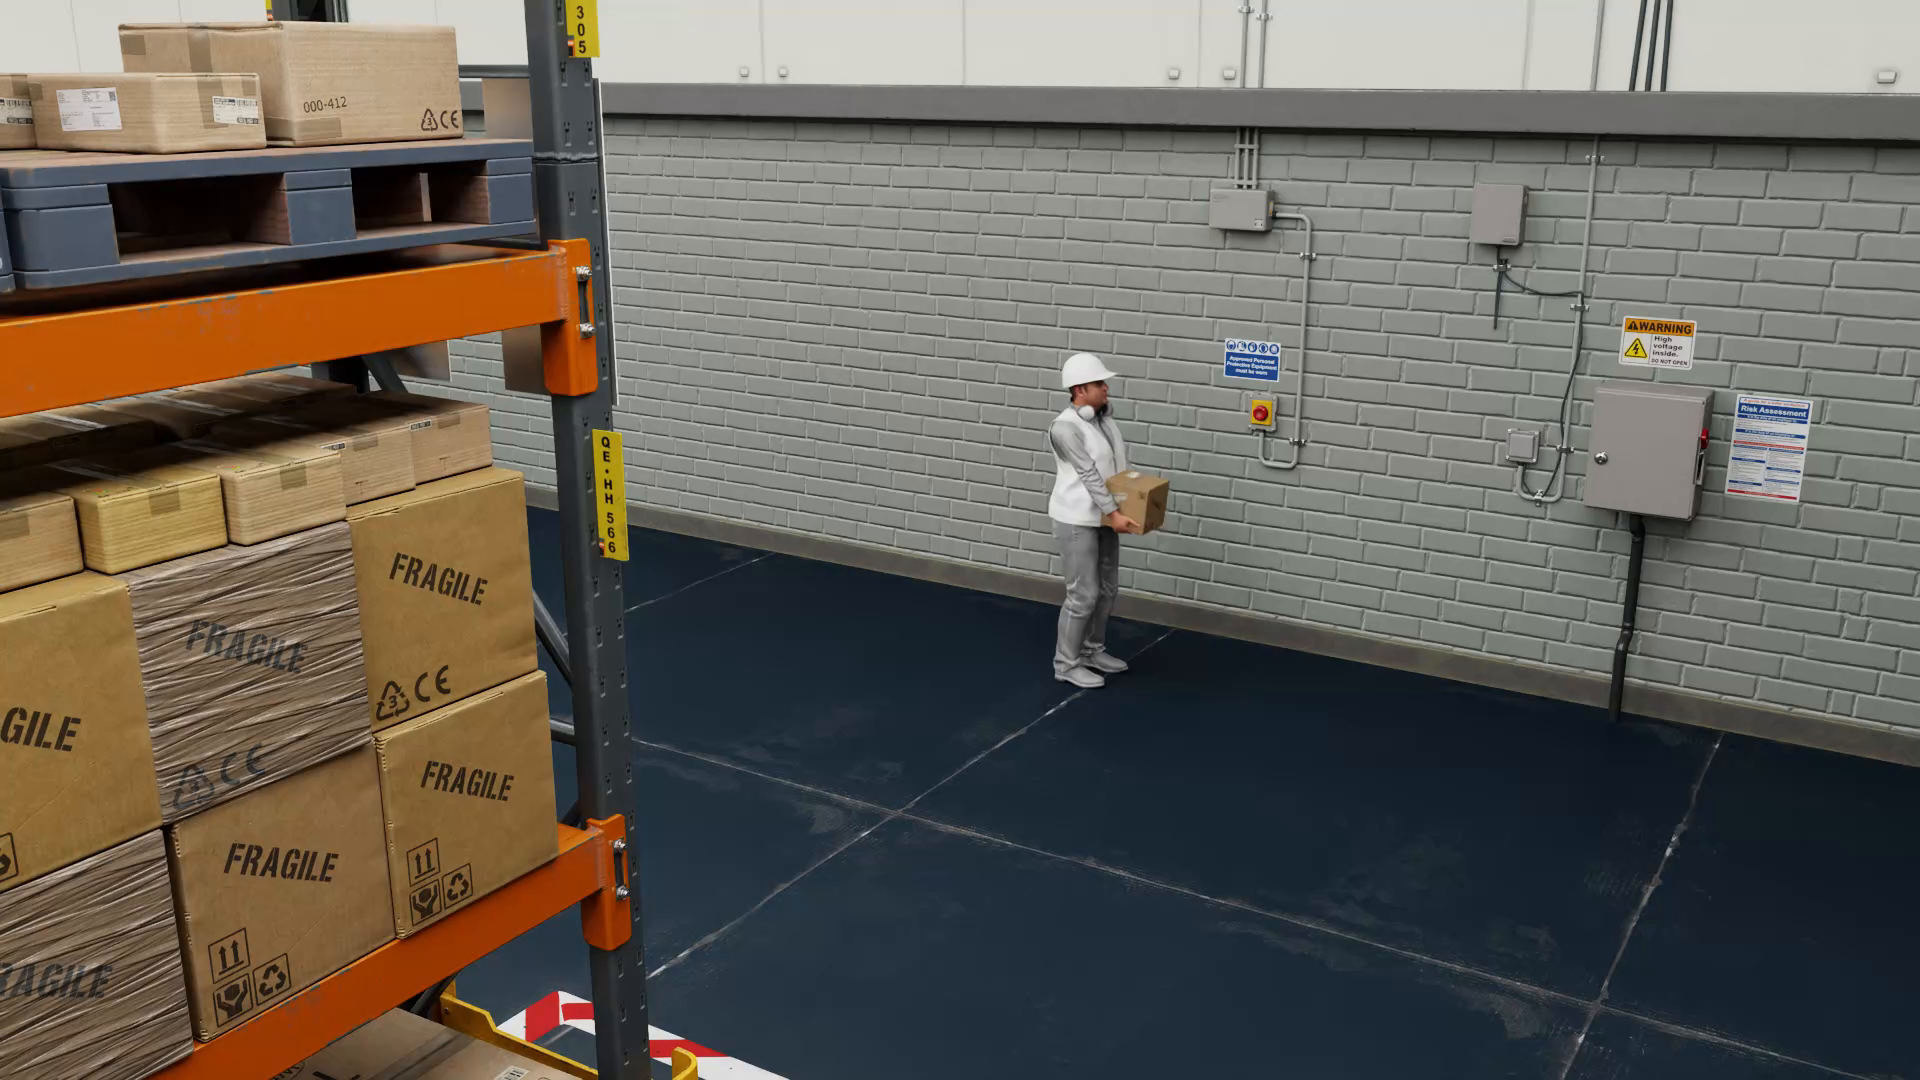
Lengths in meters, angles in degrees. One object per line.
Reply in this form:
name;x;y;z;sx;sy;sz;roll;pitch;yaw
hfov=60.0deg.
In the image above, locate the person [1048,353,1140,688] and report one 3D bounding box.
person;0.774;-0.102;8.852;0.554;1.767;0.495;10;19;31
